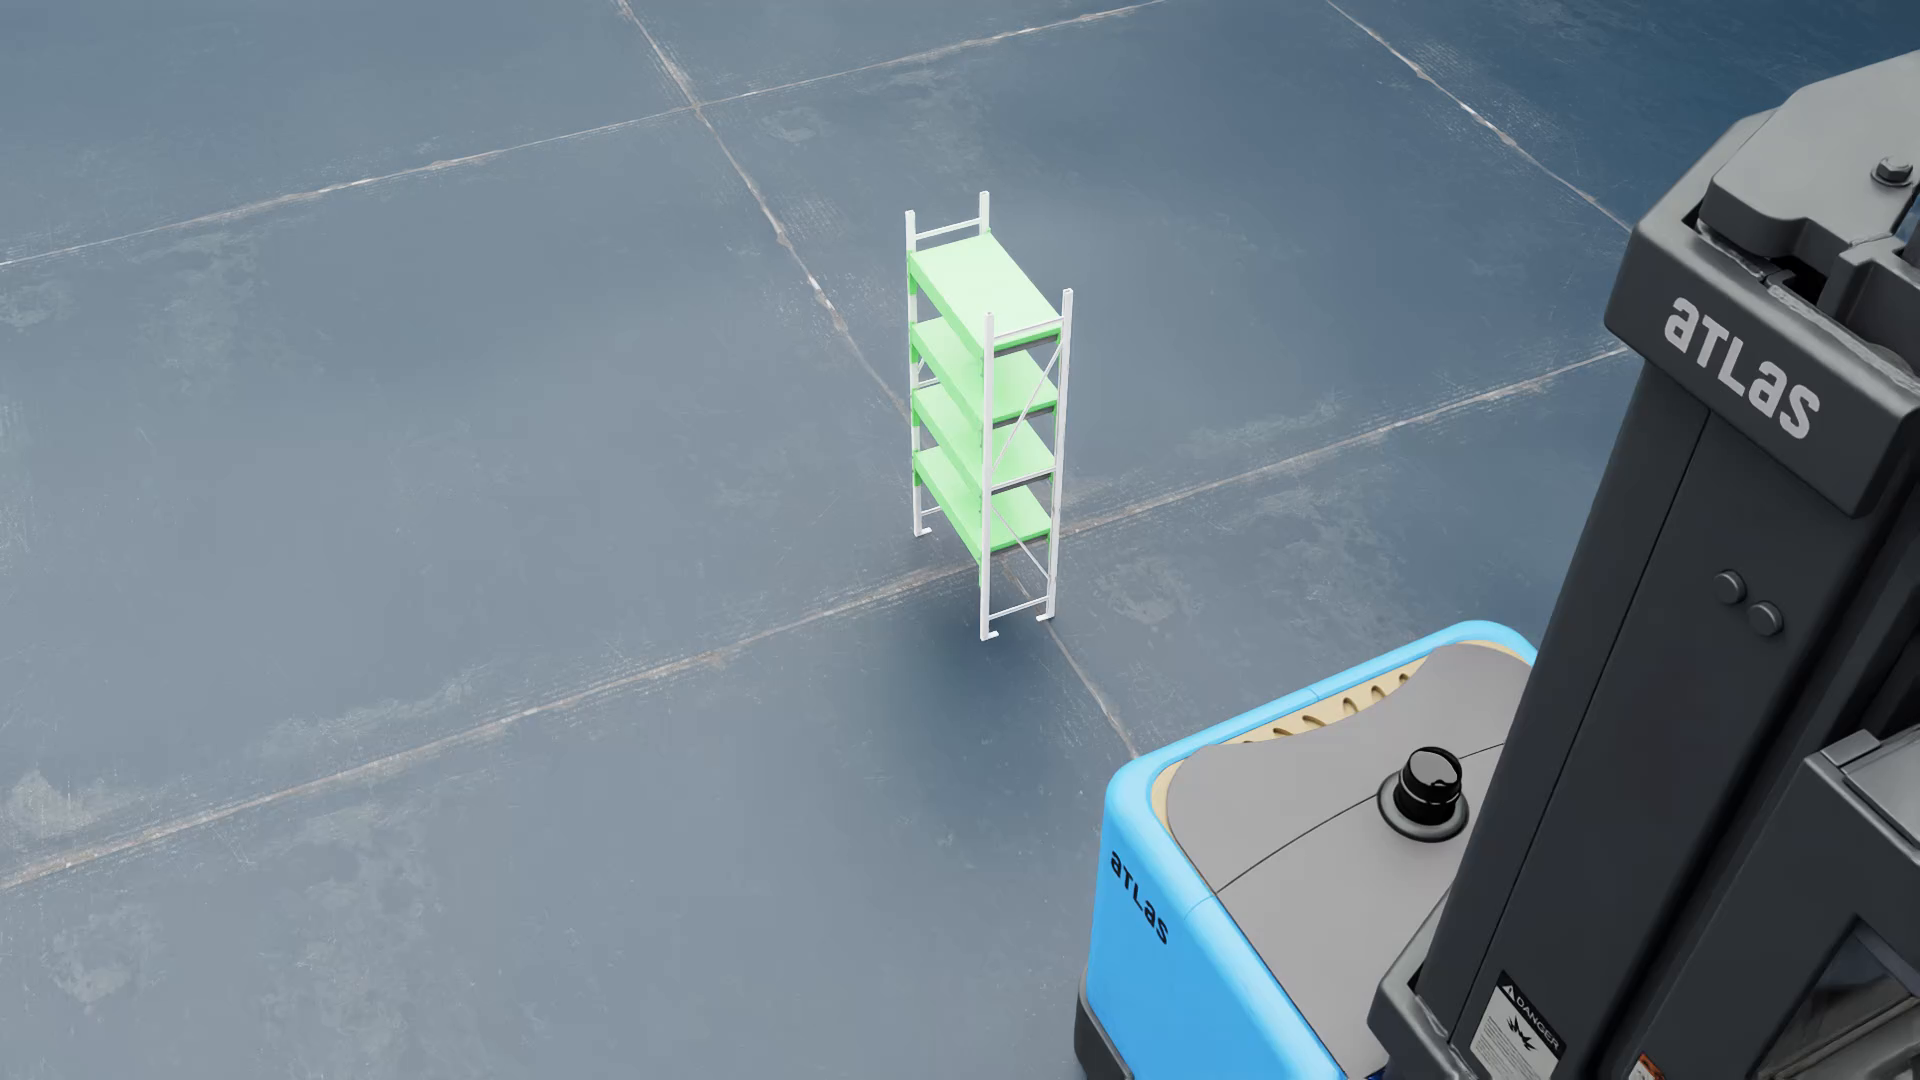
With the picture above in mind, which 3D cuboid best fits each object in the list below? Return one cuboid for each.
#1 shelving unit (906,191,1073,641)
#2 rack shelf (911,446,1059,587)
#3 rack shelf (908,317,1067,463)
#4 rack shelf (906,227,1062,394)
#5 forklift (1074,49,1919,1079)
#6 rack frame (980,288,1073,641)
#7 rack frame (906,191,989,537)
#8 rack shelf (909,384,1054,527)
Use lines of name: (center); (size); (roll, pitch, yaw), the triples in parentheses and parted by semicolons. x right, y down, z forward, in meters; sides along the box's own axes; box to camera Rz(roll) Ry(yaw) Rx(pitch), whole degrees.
shelving unit: (0.070, -0.322, 4.722); (0.258, 1.200, 0.503); (-18, 47, -17)
rack shelf: (0.070, -0.105, 4.935); (0.258, 0.148, 0.480); (-18, 47, -17)
rack shelf: (0.070, -0.447, 4.598); (0.258, 0.148, 0.480); (-18, 47, -17)
rack shelf: (0.070, -0.618, 4.429); (0.258, 0.148, 0.480); (-18, 47, -17)
forklift: (1.386, 0.948, 2.203); (1.130, 2.935, 3.031); (-20, 48, -19)
rack frame: (0.172, -0.166, 4.564); (0.240, 1.200, 0.015); (-18, 47, -17)
rack frame: (-0.033, -0.477, 4.879); (0.240, 1.200, 0.015); (-18, 47, -17)
rack shelf: (0.070, -0.276, 4.767); (0.258, 0.148, 0.480); (-18, 47, -17)
